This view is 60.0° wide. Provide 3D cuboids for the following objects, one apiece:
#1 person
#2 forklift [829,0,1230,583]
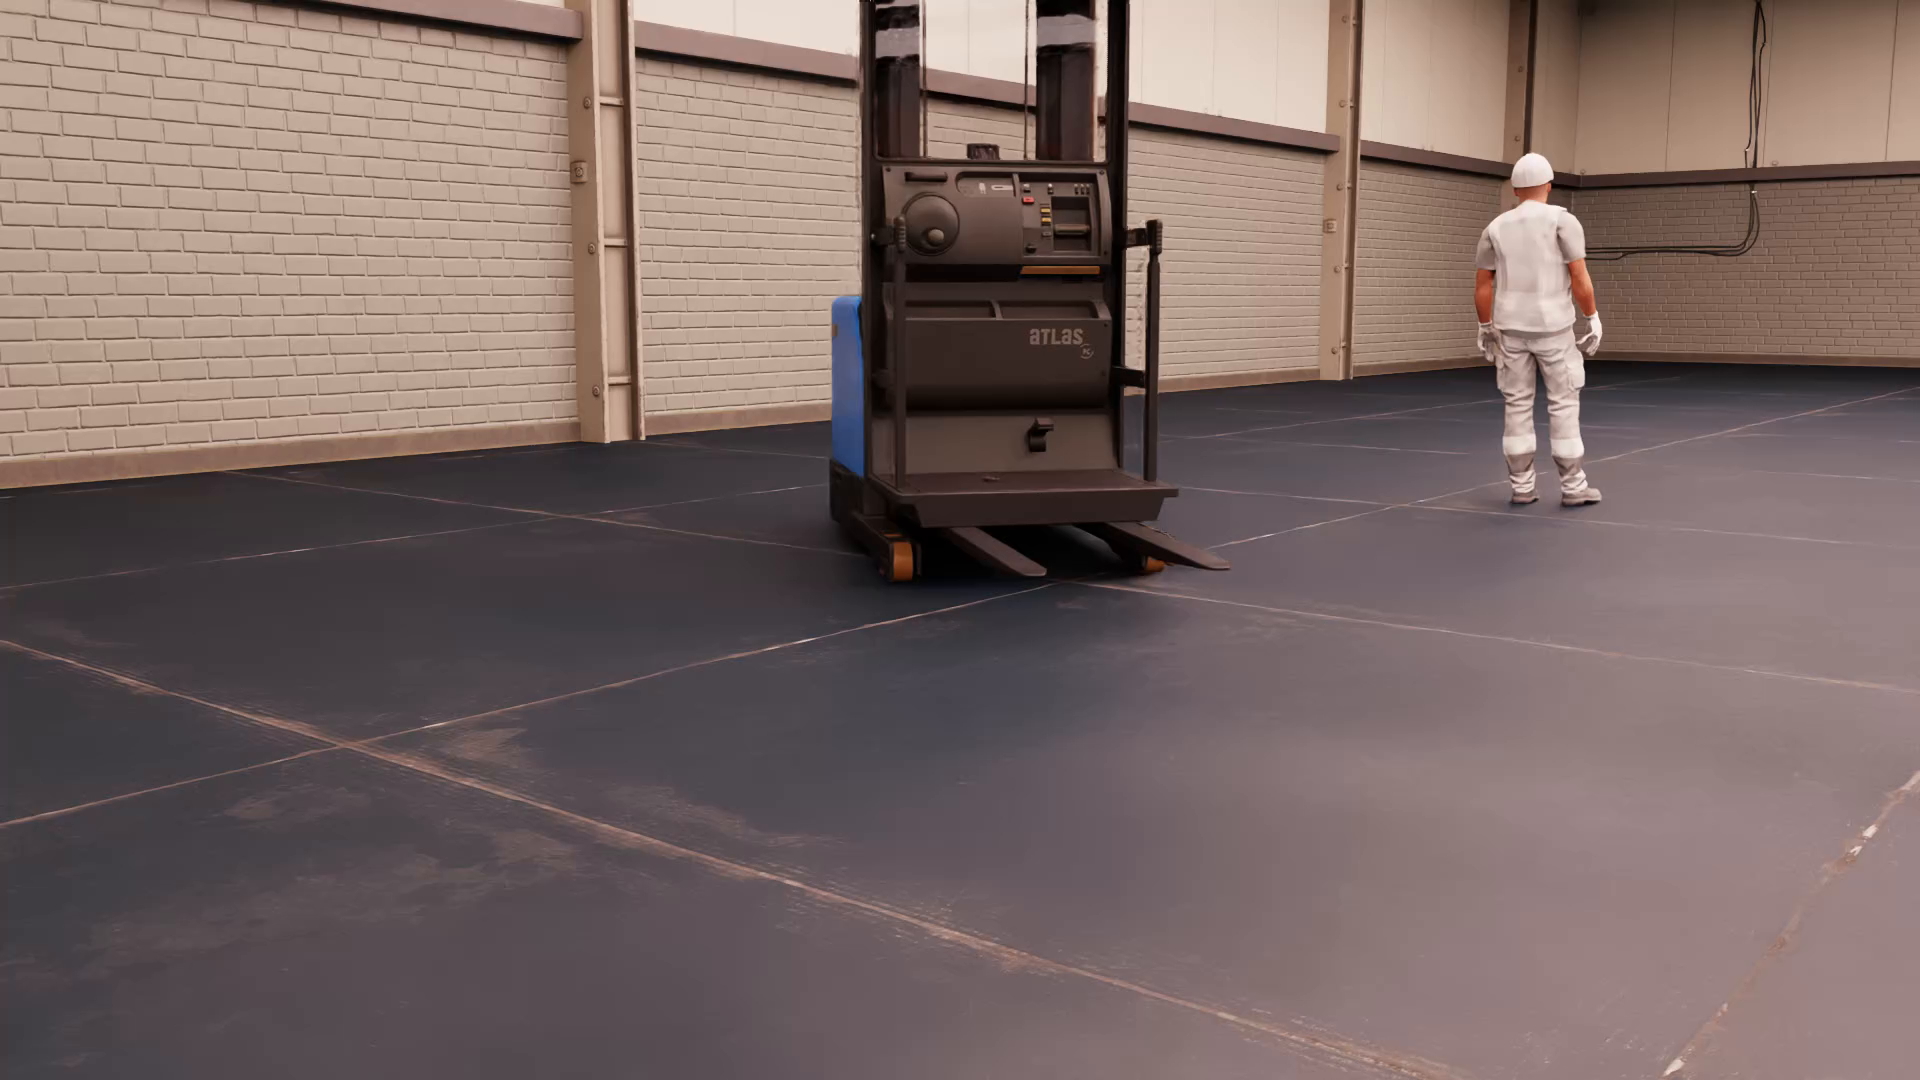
[{"bbox_3d":[3.014,-1.085,8.616,0.636,1.792,0.541,7,11,40],"label":"person"},{"bbox_3d":[0.199,-1.345,6.471,1.130,2.935,3.031,-2,9,-12],"label":"forklift"}]
